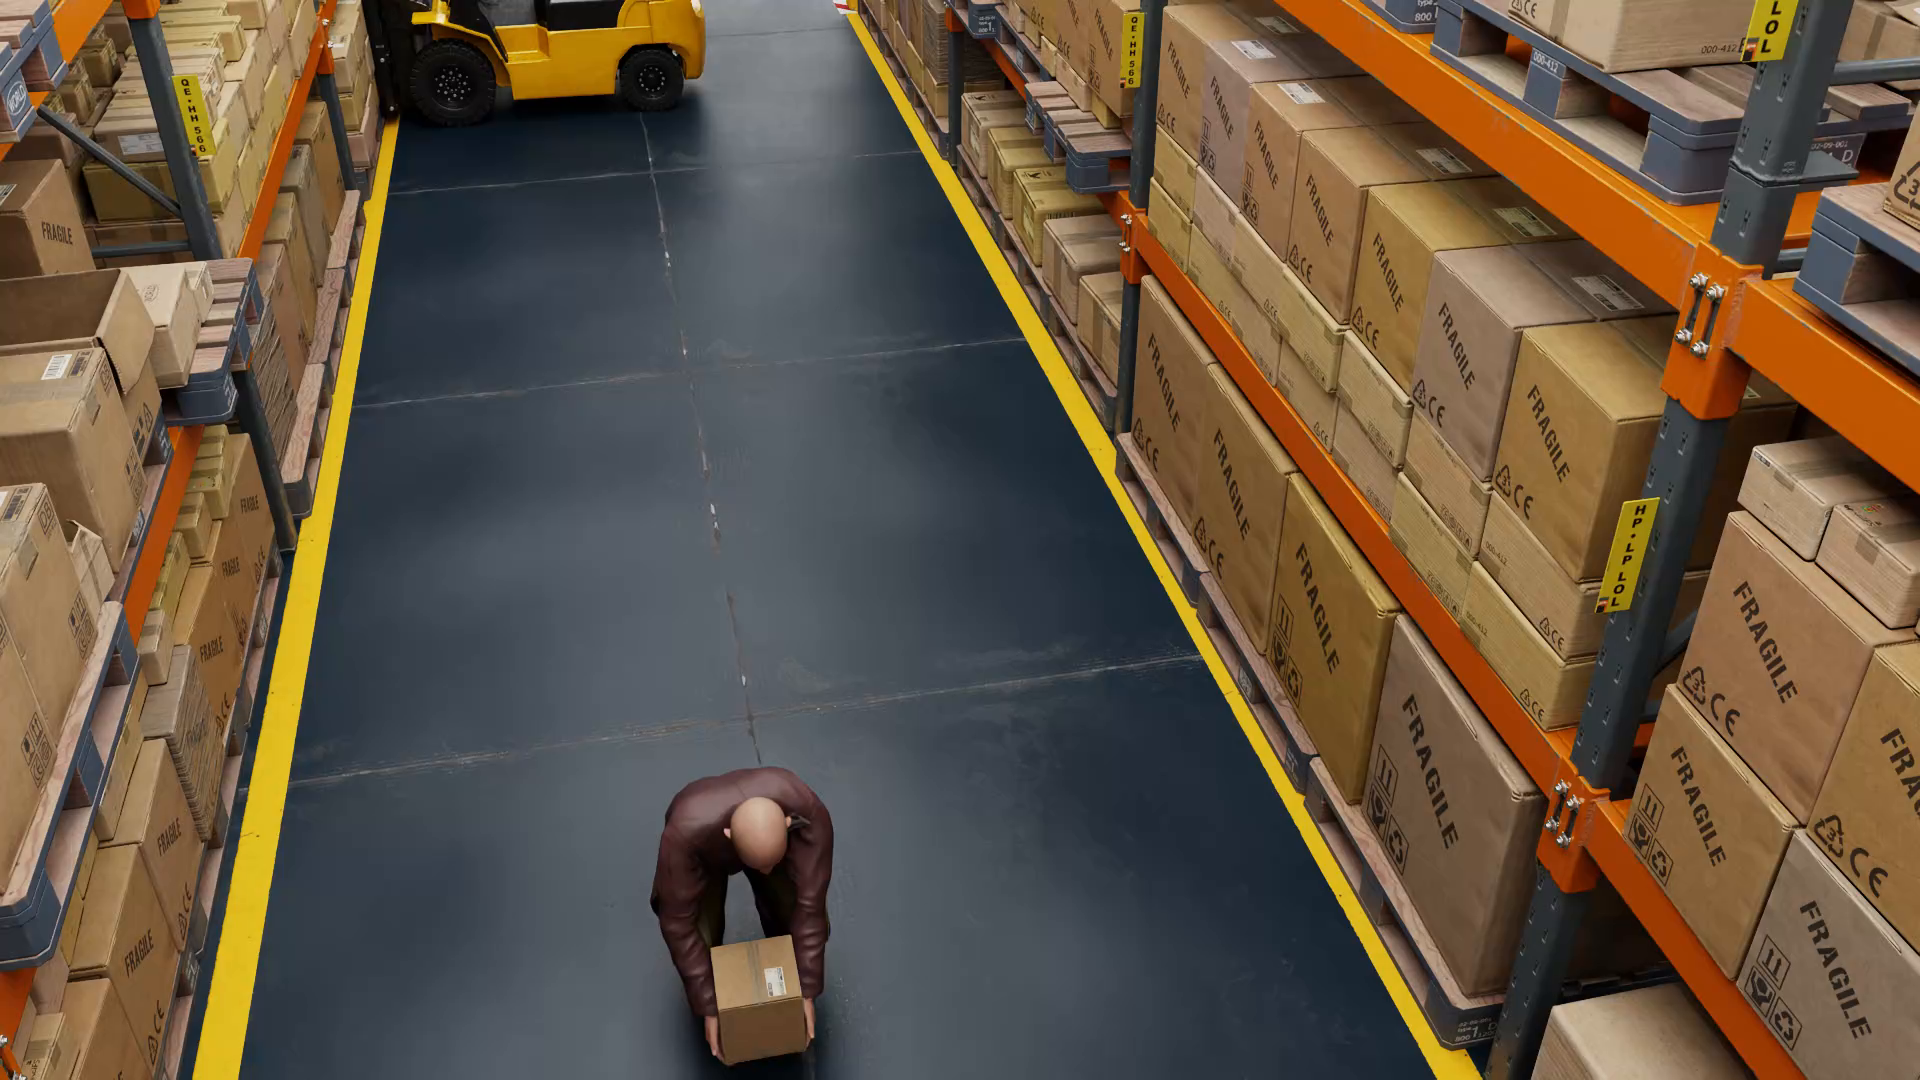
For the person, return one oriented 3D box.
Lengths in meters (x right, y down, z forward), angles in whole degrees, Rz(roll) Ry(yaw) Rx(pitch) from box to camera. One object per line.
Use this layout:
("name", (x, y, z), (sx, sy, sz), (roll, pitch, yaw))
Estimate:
("person", (-0.692, 1.103, 5.295), (0.591, 0.914, 0.905), (-7, 35, -11))
